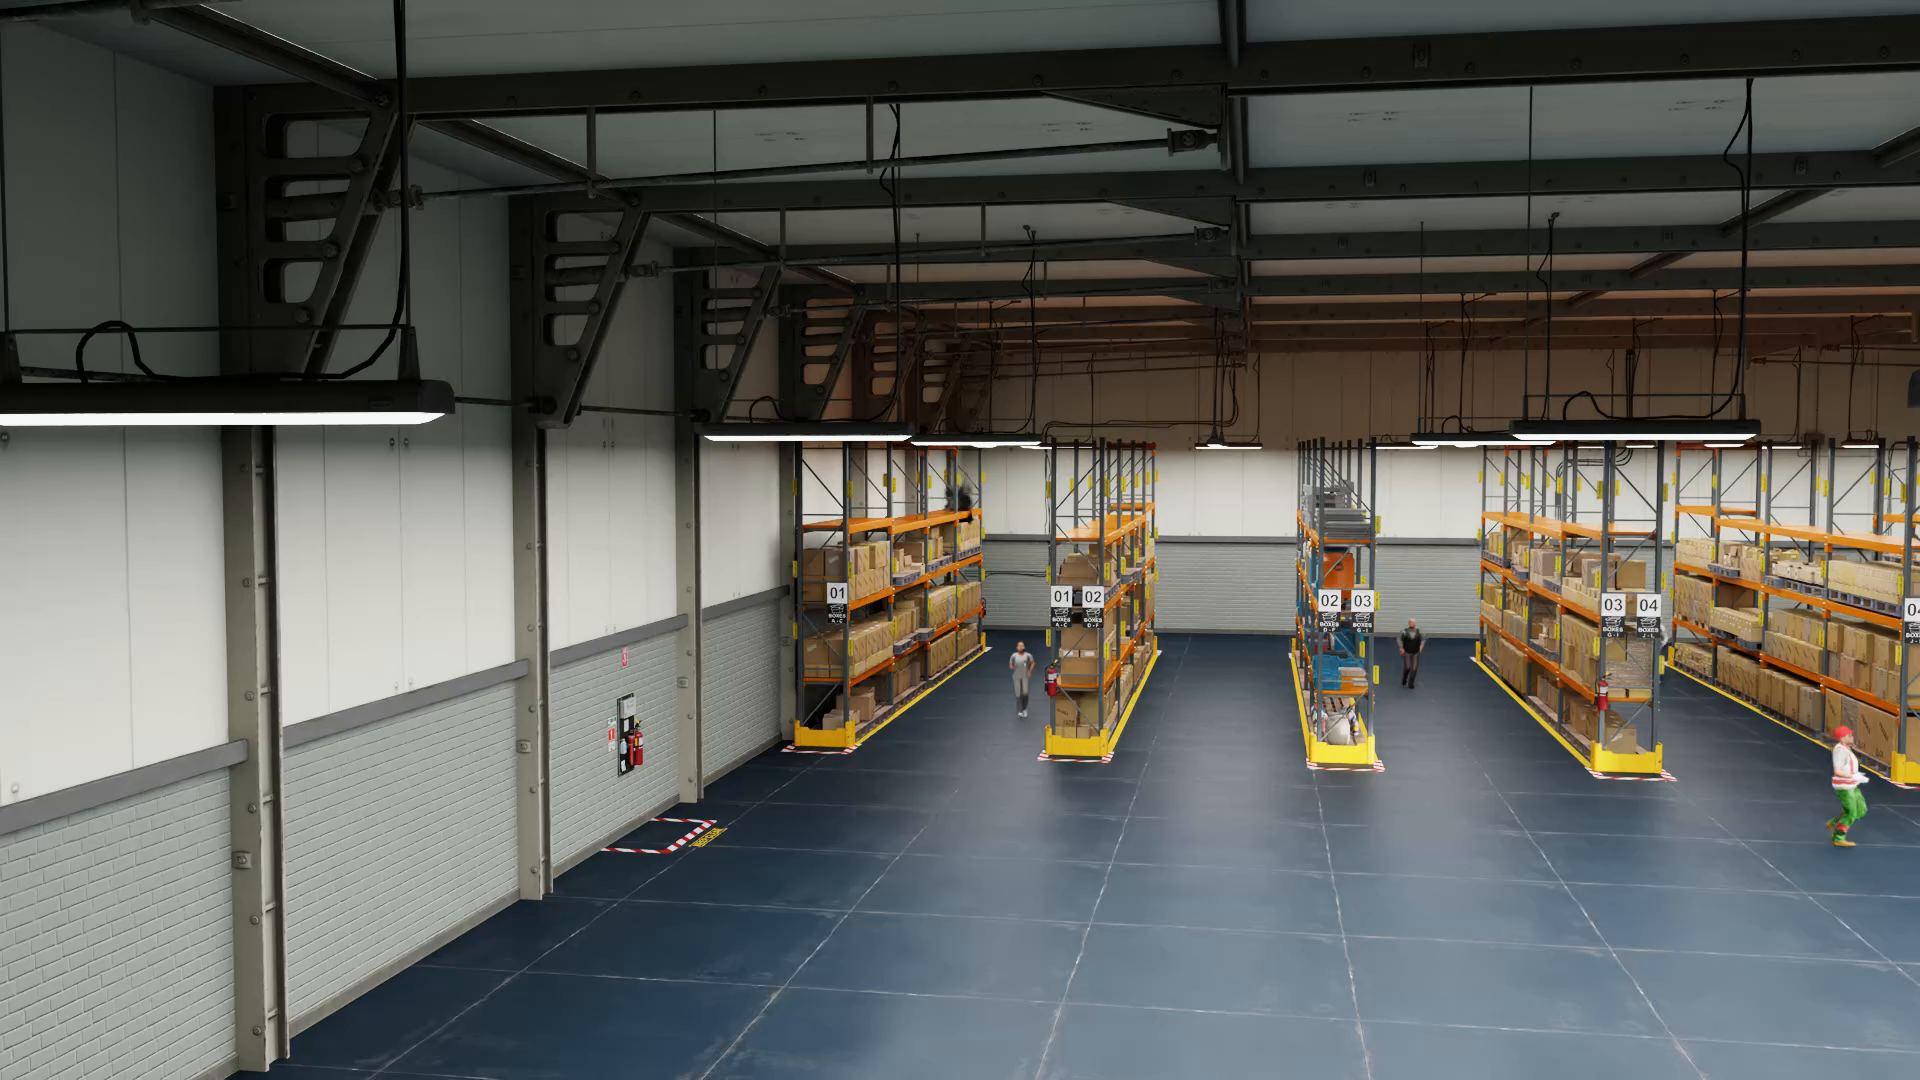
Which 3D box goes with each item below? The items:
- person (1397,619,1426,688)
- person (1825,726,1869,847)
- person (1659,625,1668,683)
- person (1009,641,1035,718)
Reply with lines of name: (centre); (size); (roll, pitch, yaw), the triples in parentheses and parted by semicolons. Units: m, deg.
person: (10.950, 2.749, 40.261); (0.671, 1.689, 0.568); (0, 3, 4)
person: (12.859, 3.569, 24.071); (0.598, 1.740, 0.648); (2, 4, 38)
person: (17.402, 2.708, 41.683); (0.618, 1.683, 1.011); (0, 3, 8)
person: (1.324, 2.998, 35.800); (0.548, 1.656, 0.616); (0, 3, 5)
